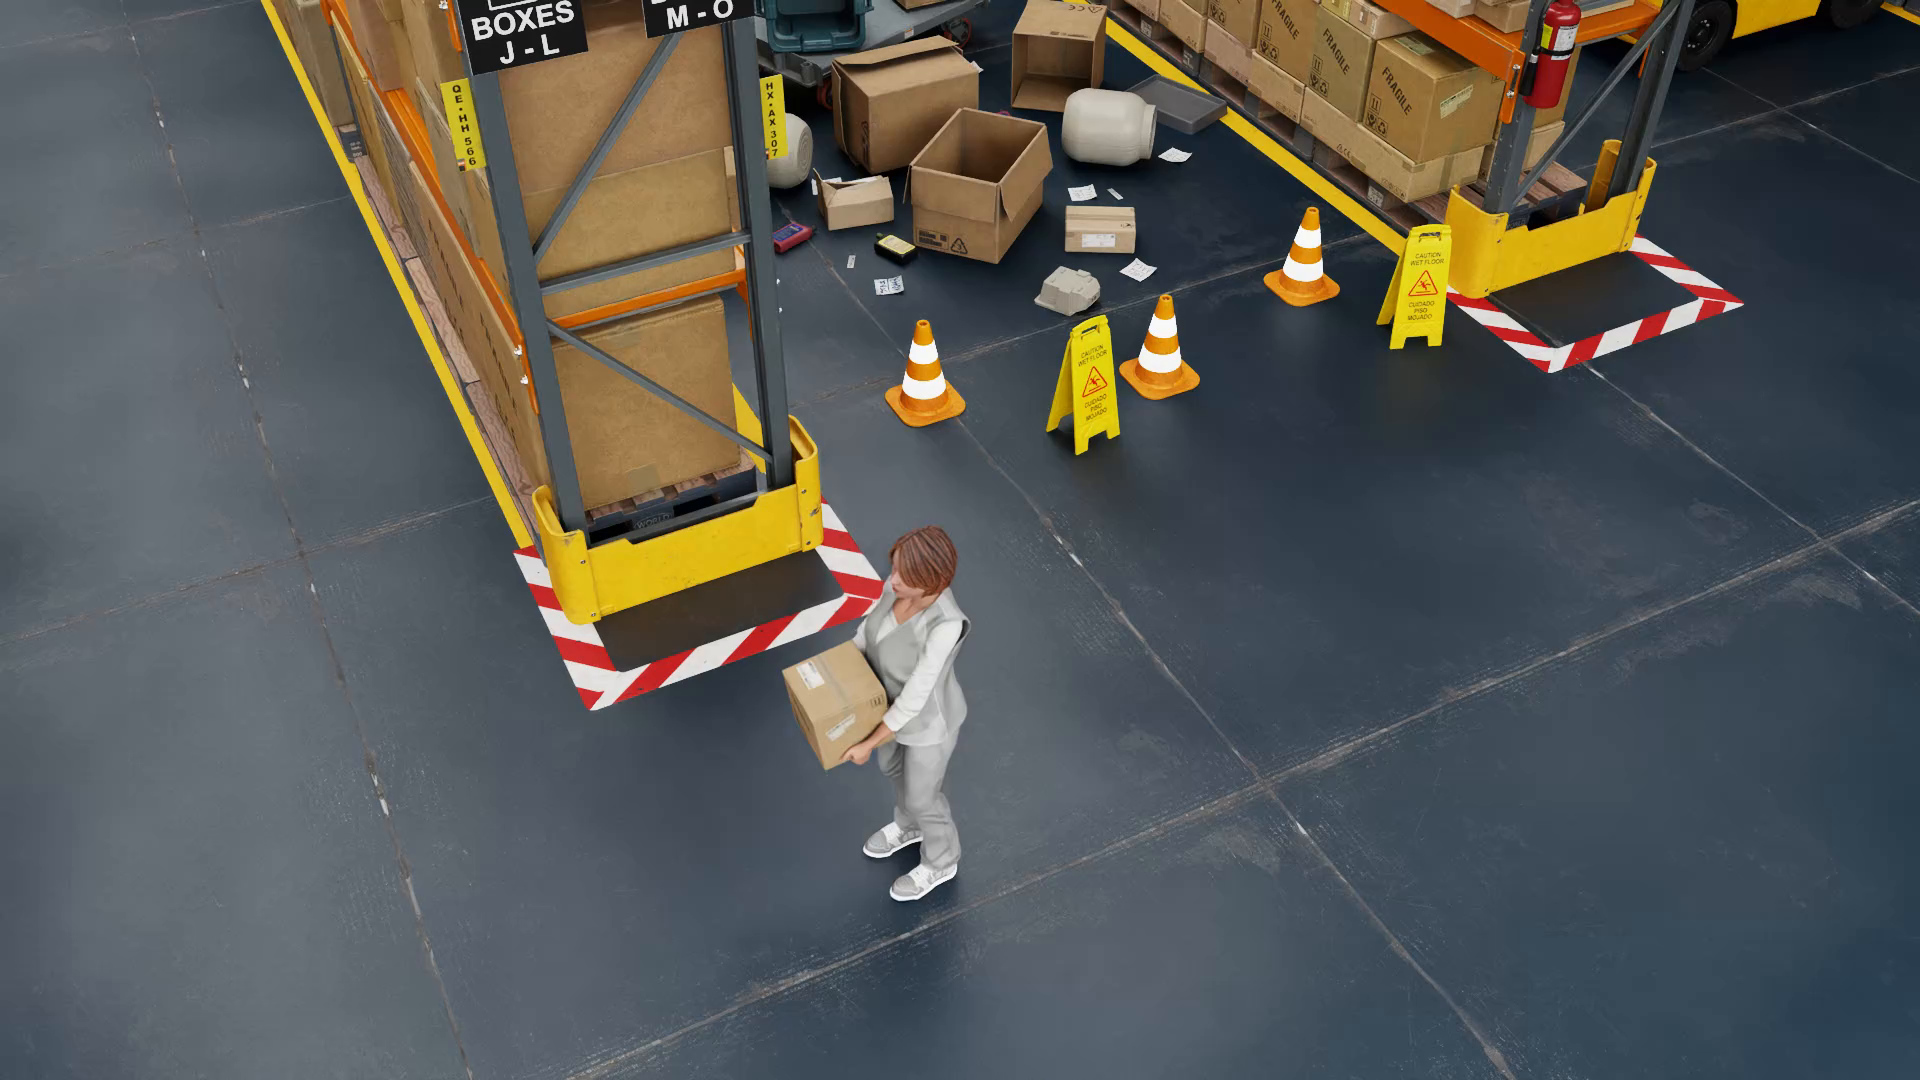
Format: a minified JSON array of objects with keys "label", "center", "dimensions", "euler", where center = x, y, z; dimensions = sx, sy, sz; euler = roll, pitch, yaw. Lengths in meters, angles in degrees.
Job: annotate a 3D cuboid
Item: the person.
[{"label":"person","center":[-0.209,0.602,5.493],"dimensions":[0.484,1.596,0.410],"euler":[-19,45,-20]}]
